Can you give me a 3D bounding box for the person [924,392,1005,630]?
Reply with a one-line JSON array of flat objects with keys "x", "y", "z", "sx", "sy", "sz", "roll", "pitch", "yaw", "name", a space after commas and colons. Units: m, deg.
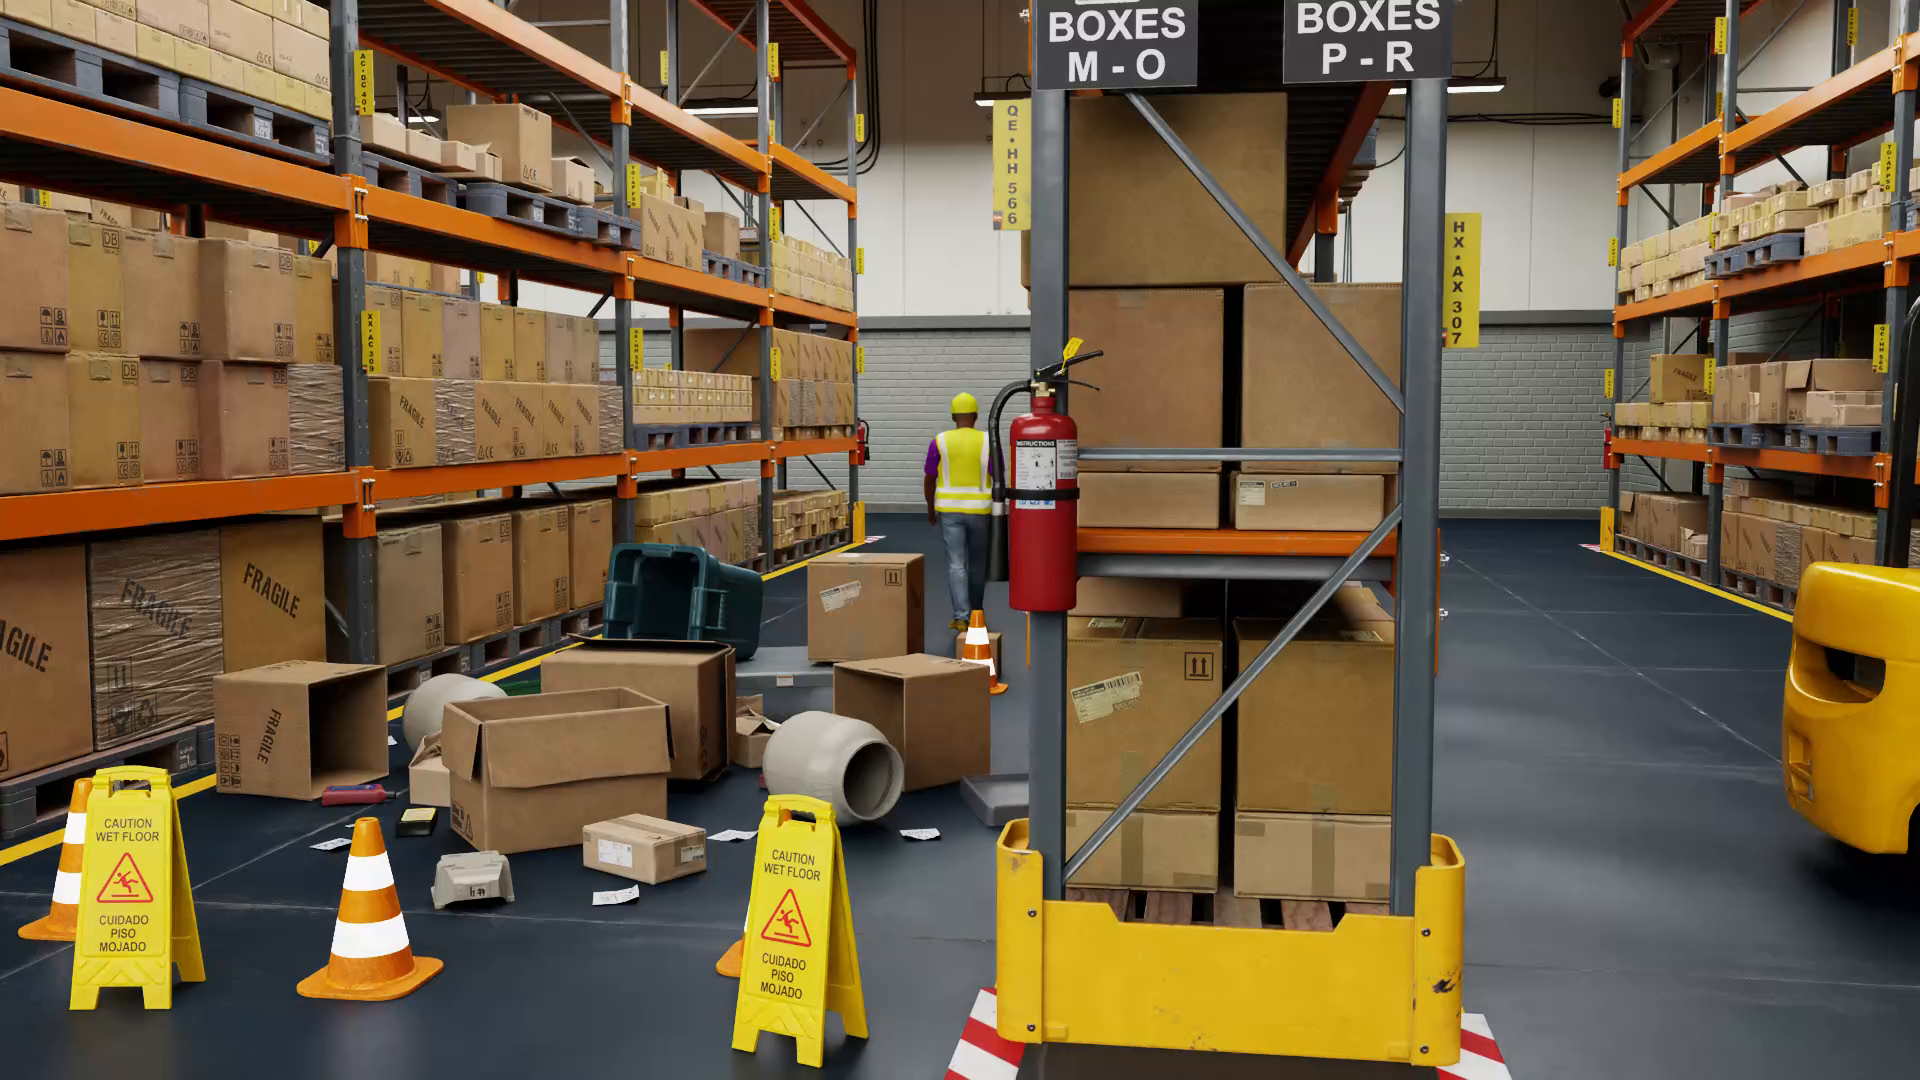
[{"x": 0.023, "y": -0.226, "z": 12.189, "sx": 0.580, "sy": 1.703, "sz": 1.053, "roll": 0, "pitch": 4, "yaw": -4, "name": "person"}]
